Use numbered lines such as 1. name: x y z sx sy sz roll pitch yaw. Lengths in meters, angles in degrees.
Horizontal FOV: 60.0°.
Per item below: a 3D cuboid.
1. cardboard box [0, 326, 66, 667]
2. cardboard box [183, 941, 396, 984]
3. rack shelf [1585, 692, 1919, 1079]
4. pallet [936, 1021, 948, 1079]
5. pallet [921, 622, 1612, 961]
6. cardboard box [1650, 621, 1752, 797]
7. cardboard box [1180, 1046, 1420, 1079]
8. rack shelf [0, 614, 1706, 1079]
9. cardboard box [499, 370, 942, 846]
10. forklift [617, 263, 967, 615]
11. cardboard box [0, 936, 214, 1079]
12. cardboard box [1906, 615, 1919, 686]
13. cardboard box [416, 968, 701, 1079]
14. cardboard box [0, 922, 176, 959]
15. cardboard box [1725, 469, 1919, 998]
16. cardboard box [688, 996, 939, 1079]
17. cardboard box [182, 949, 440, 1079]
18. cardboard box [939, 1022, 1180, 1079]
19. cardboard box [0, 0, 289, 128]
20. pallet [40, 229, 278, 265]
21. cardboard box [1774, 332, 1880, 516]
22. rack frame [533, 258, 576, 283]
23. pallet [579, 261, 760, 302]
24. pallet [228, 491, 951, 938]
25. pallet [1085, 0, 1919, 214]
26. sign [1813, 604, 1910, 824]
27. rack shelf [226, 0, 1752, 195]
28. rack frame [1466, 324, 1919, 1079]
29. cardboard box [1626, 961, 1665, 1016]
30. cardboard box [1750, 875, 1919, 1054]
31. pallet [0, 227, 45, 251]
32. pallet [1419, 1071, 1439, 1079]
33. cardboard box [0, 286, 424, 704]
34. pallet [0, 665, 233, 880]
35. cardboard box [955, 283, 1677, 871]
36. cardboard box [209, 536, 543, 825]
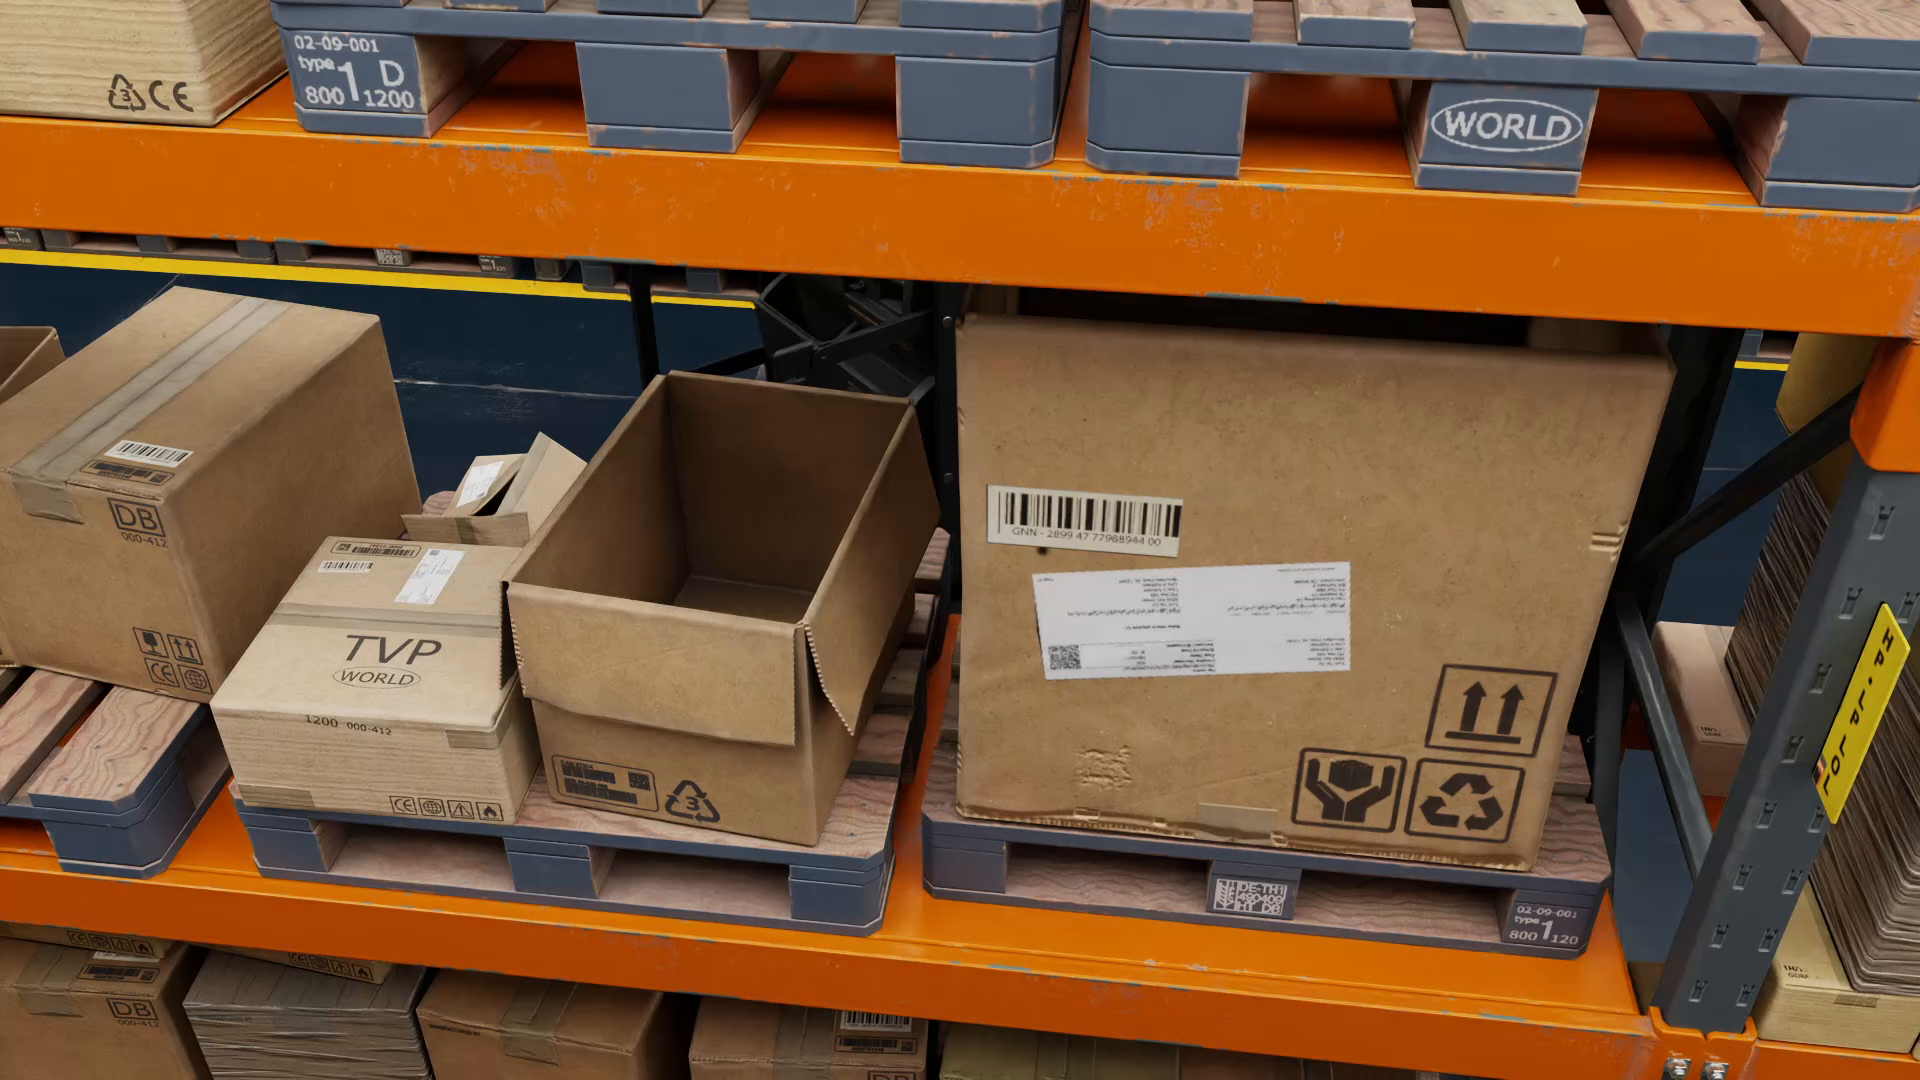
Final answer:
1. cardboard box: -2.103 -0.093 3.350 0.500 0.500 0.500 0 36 0
2. cardboard box: -1.448 0.701 3.814 0.500 0.250 0.500 8 36 11
3. rack shelf: 3.307 0.839 3.112 4.000 0.370 1.077 4 36 6
4. pallet: -0.662 1.387 4.124 1.213 0.211 1.003 4 36 6
5. pallet: 0.584 0.336 3.363 1.213 0.211 1.003 4 36 6
6. cardboard box: 1.574 0.347 3.398 0.250 0.149 0.380 4 36 6
7. cardboard box: 0.717 1.178 3.790 0.500 0.500 0.700 2 36 2
8. rack shelf: -0.660 0.543 3.527 4.000 0.370 1.077 4 36 6
9. cardboard box: -0.407 0.110 3.063 0.637 0.503 0.797 8 36 11
10. forklift: -2.025 0.738 2.693 8.841 2.935 4.090 -23 41 -29
11. cardboard box: -1.977 0.978 4.070 0.500 0.500 0.700 2 36 3
12. cardboard box: 1.738 0.009 2.453 0.500 0.500 0.500 4 36 6
13. cardboard box: -0.862 1.050 3.970 0.500 0.500 0.700 7 36 10
14. cardboard box: -1.975 0.667 3.860 0.500 0.250 0.500 6 36 8
15. cardboard box: 1.762 0.305 2.898 0.500 0.500 0.875 4 36 6
16. cardboard box: -0.308 1.091 3.912 0.500 0.500 0.700 1 36 2
17. cardboard box: -1.425 1.012 4.023 0.500 0.500 0.700 1 36 2
18. cardboard box: 0.247 1.132 3.854 0.500 0.500 0.700 4 36 6
19. cardboard box: -1.190 -0.806 2.344 0.500 0.250 0.500 5 36 7
20. pallet: -3.893 -1.764 8.540 1.213 0.211 1.003 4 36 6
21. cardboard box: 1.805 -0.296 2.880 0.500 0.500 0.500 4 36 6
22. rack frame: -1.912 -2.748 7.519 0.127 3.000 1.000 4 36 6
23. pallet: -1.139 -1.512 8.186 1.213 0.211 1.003 4 36 6
24. pallet: -0.675 0.303 3.409 1.213 0.211 1.003 4 36 6
25. pallet: 0.725 -0.854 2.444 1.003 0.211 1.213 4 36 6
26. sign: 1.257 0.247 2.326 0.005 0.325 0.100 4 36 6
27. rack shelf: -0.660 -0.787 2.578 3.809 0.052 0.919 4 36 6
28. rack frame: 1.324 0.398 3.110 0.127 3.000 1.000 4 36 6
29. cardboard box: 1.715 1.297 3.641 0.500 0.500 0.500 3 36 5
30. cardboard box: 1.499 0.689 2.918 0.250 0.149 0.380 4 36 6
31. pallet: -5.107 -1.853 8.664 1.213 0.211 1.003 4 36 6
32. pallet: 0.551 1.476 4.000 1.213 0.211 1.003 4 36 6
33. cardboard box: -1.537 -0.109 3.373 0.500 0.500 0.700 9 37 13
34. pallet: -1.923 0.171 3.593 1.003 0.211 1.213 4 36 6
35. cardboard box: 0.554 -0.157 3.009 1.000 1.000 1.000 4 36 6
36. cardboard box: -1.011 0.249 3.087 0.500 0.250 0.500 3 36 5
